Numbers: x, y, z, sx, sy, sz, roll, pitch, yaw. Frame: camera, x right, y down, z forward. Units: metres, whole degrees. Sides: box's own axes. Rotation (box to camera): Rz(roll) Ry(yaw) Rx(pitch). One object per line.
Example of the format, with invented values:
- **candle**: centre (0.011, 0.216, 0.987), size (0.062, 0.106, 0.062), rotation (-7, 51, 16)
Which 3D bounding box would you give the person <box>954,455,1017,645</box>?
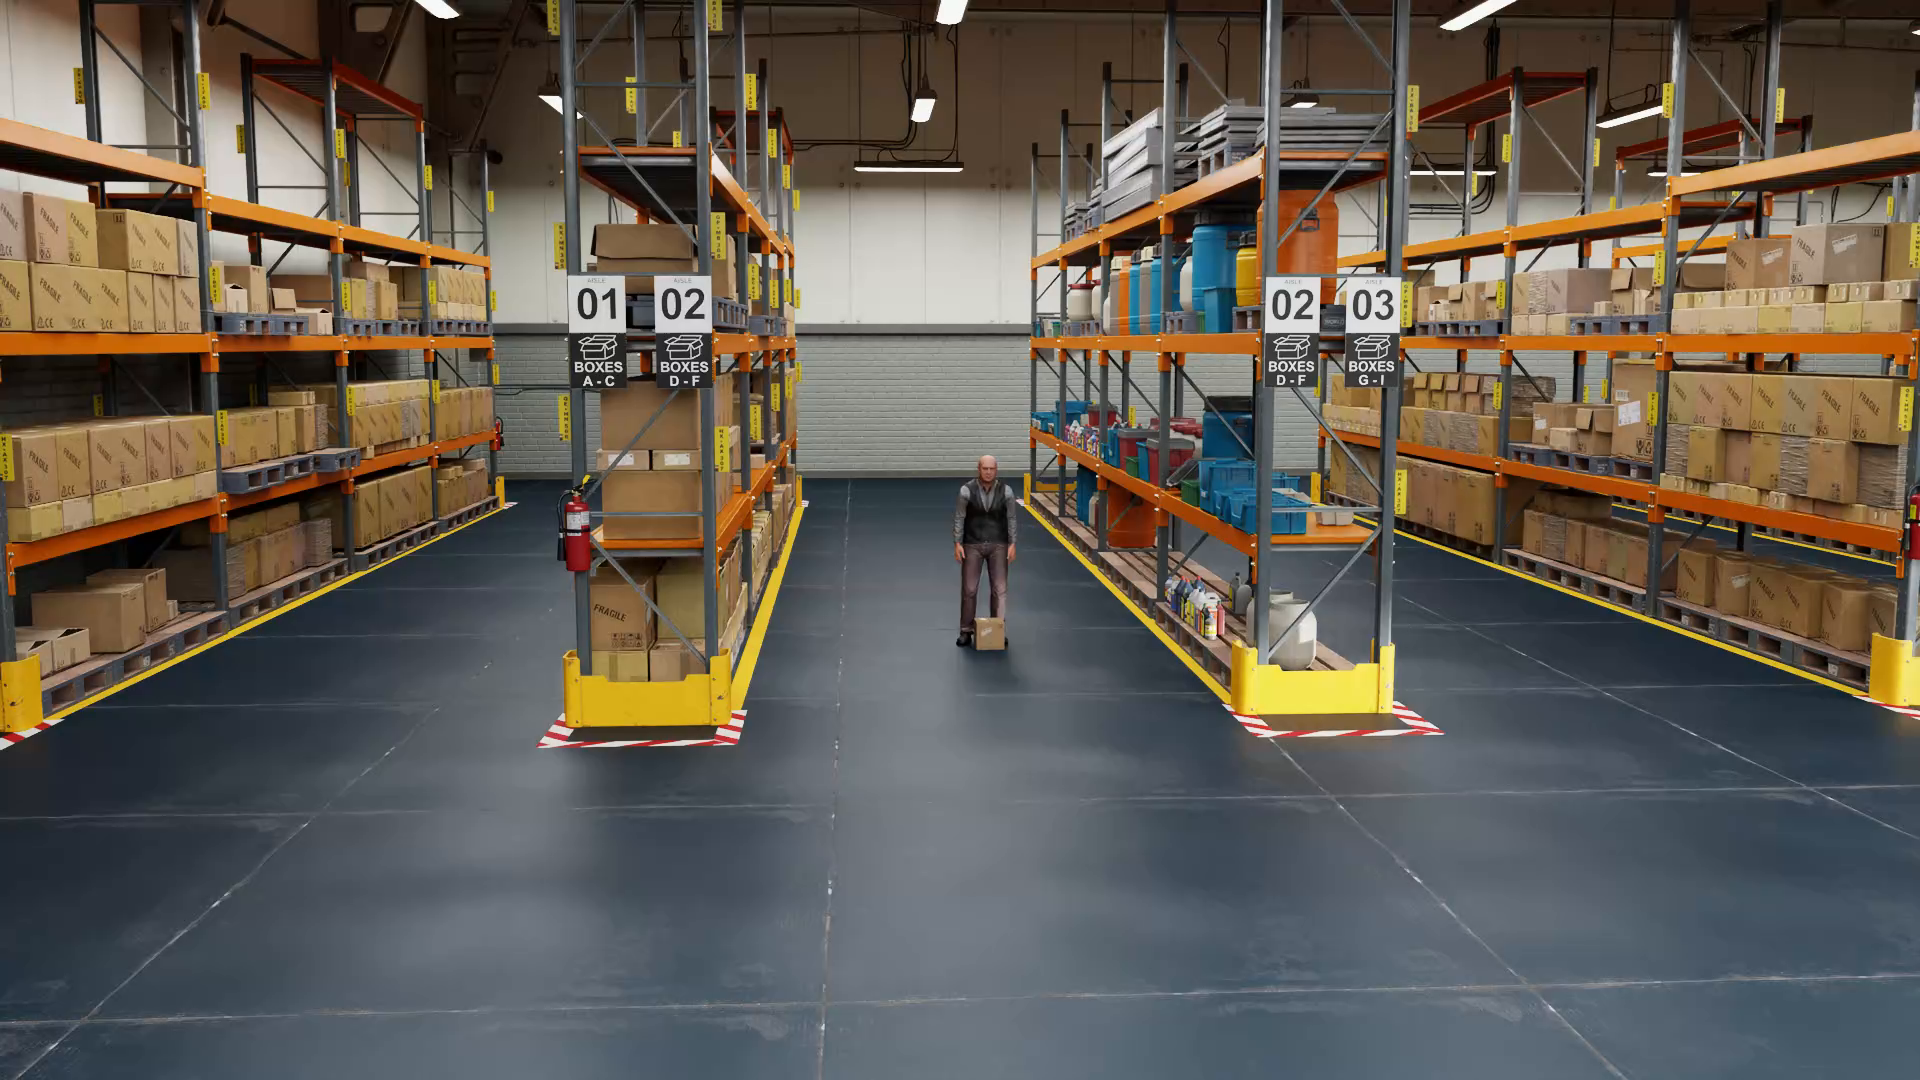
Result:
- **person**: centre (0.230, 0.080, 15.167), size (0.581, 1.721, 0.419), rotation (0, 7, -3)
